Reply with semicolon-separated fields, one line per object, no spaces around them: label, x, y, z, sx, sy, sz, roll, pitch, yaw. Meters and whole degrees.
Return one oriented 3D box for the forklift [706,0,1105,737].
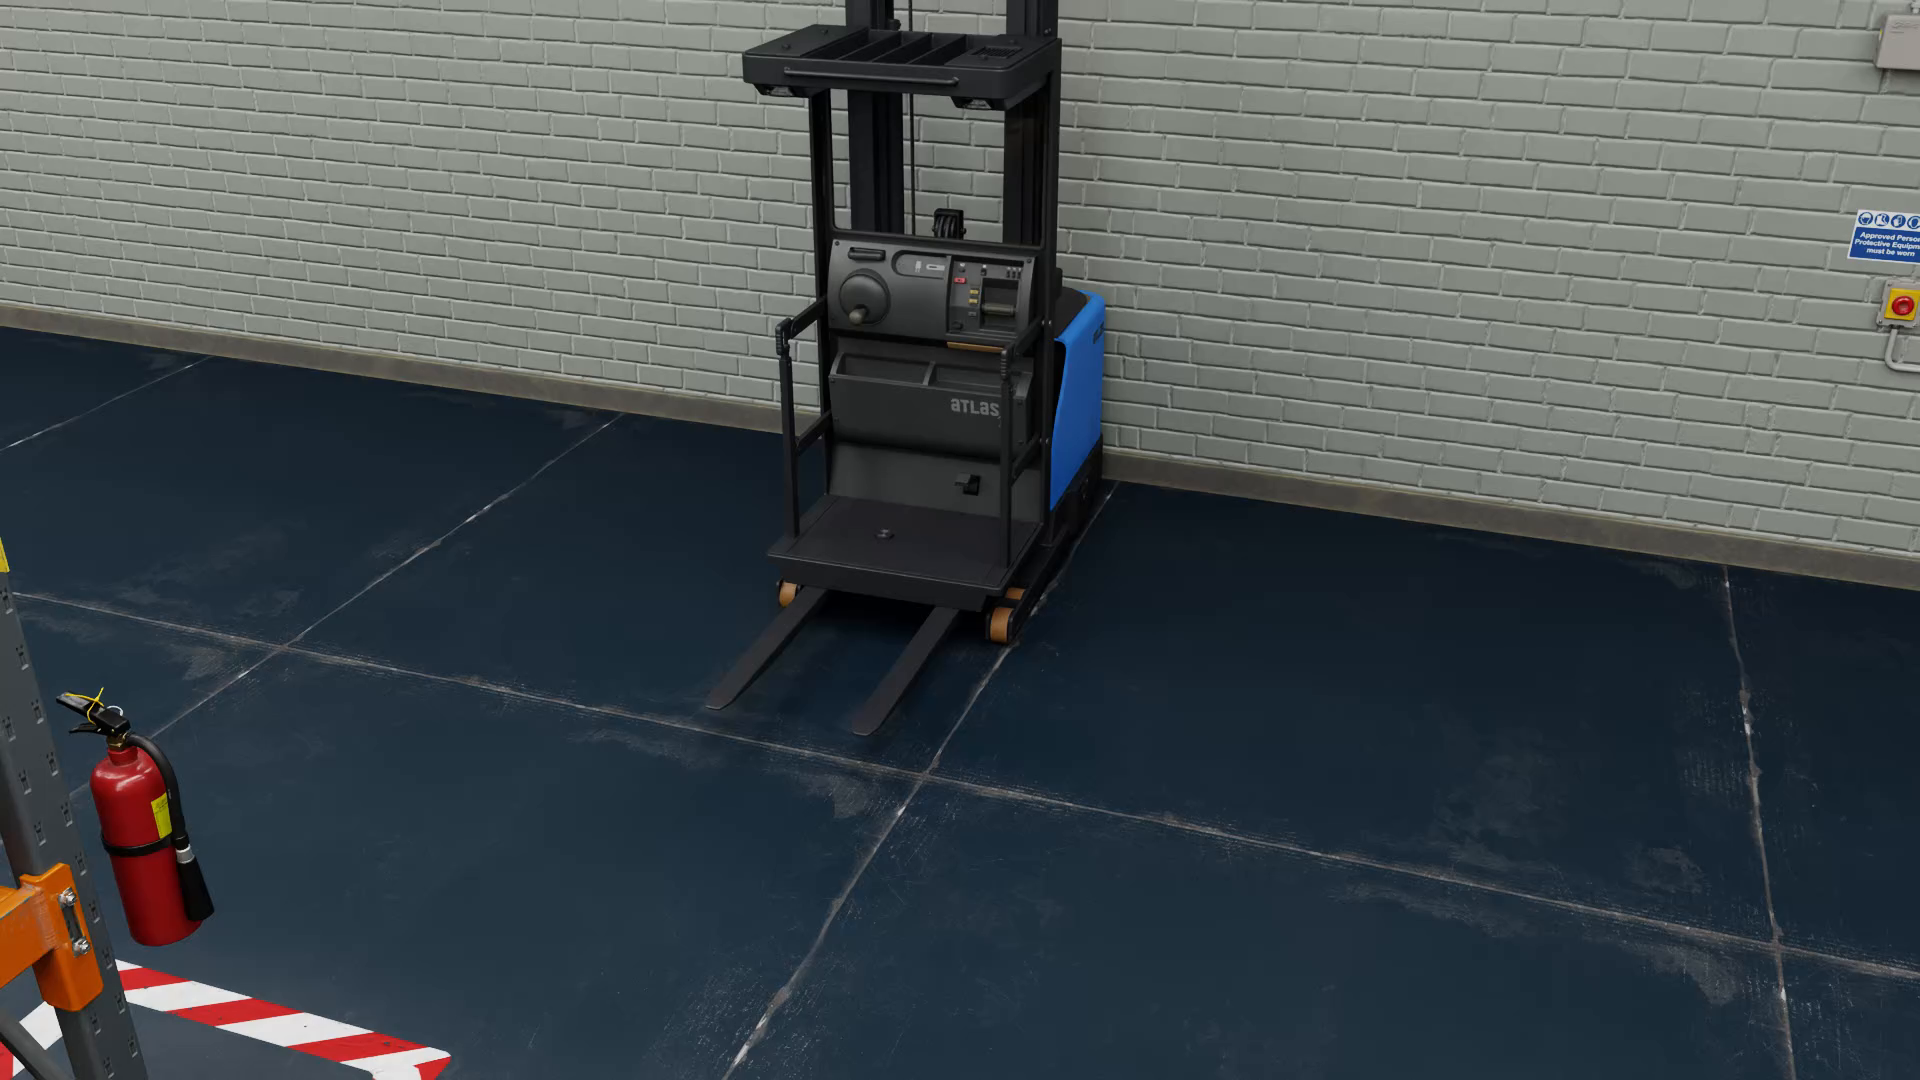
forklift;-0.195;-1.058;7.072;1.130;2.935;3.031;8;27;16

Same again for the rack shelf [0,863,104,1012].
rack shelf;-3.148;1.633;2.262;1.077;0.370;4.000;9;27;17

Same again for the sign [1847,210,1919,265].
sign;4.049;-1.311;7.206;0.327;0.218;0.001;9;27;17

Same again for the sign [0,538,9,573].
sign;-1.965;-0.088;3.298;0.100;0.325;0.005;9;27;17

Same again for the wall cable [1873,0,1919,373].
wall cable;4.074;-1.629;6.970;0.585;1.953;0.123;9;27;17

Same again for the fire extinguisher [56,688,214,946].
fire extinguisher;-1.963;0.653;3.976;0.296;0.674;0.183;9;27;17
